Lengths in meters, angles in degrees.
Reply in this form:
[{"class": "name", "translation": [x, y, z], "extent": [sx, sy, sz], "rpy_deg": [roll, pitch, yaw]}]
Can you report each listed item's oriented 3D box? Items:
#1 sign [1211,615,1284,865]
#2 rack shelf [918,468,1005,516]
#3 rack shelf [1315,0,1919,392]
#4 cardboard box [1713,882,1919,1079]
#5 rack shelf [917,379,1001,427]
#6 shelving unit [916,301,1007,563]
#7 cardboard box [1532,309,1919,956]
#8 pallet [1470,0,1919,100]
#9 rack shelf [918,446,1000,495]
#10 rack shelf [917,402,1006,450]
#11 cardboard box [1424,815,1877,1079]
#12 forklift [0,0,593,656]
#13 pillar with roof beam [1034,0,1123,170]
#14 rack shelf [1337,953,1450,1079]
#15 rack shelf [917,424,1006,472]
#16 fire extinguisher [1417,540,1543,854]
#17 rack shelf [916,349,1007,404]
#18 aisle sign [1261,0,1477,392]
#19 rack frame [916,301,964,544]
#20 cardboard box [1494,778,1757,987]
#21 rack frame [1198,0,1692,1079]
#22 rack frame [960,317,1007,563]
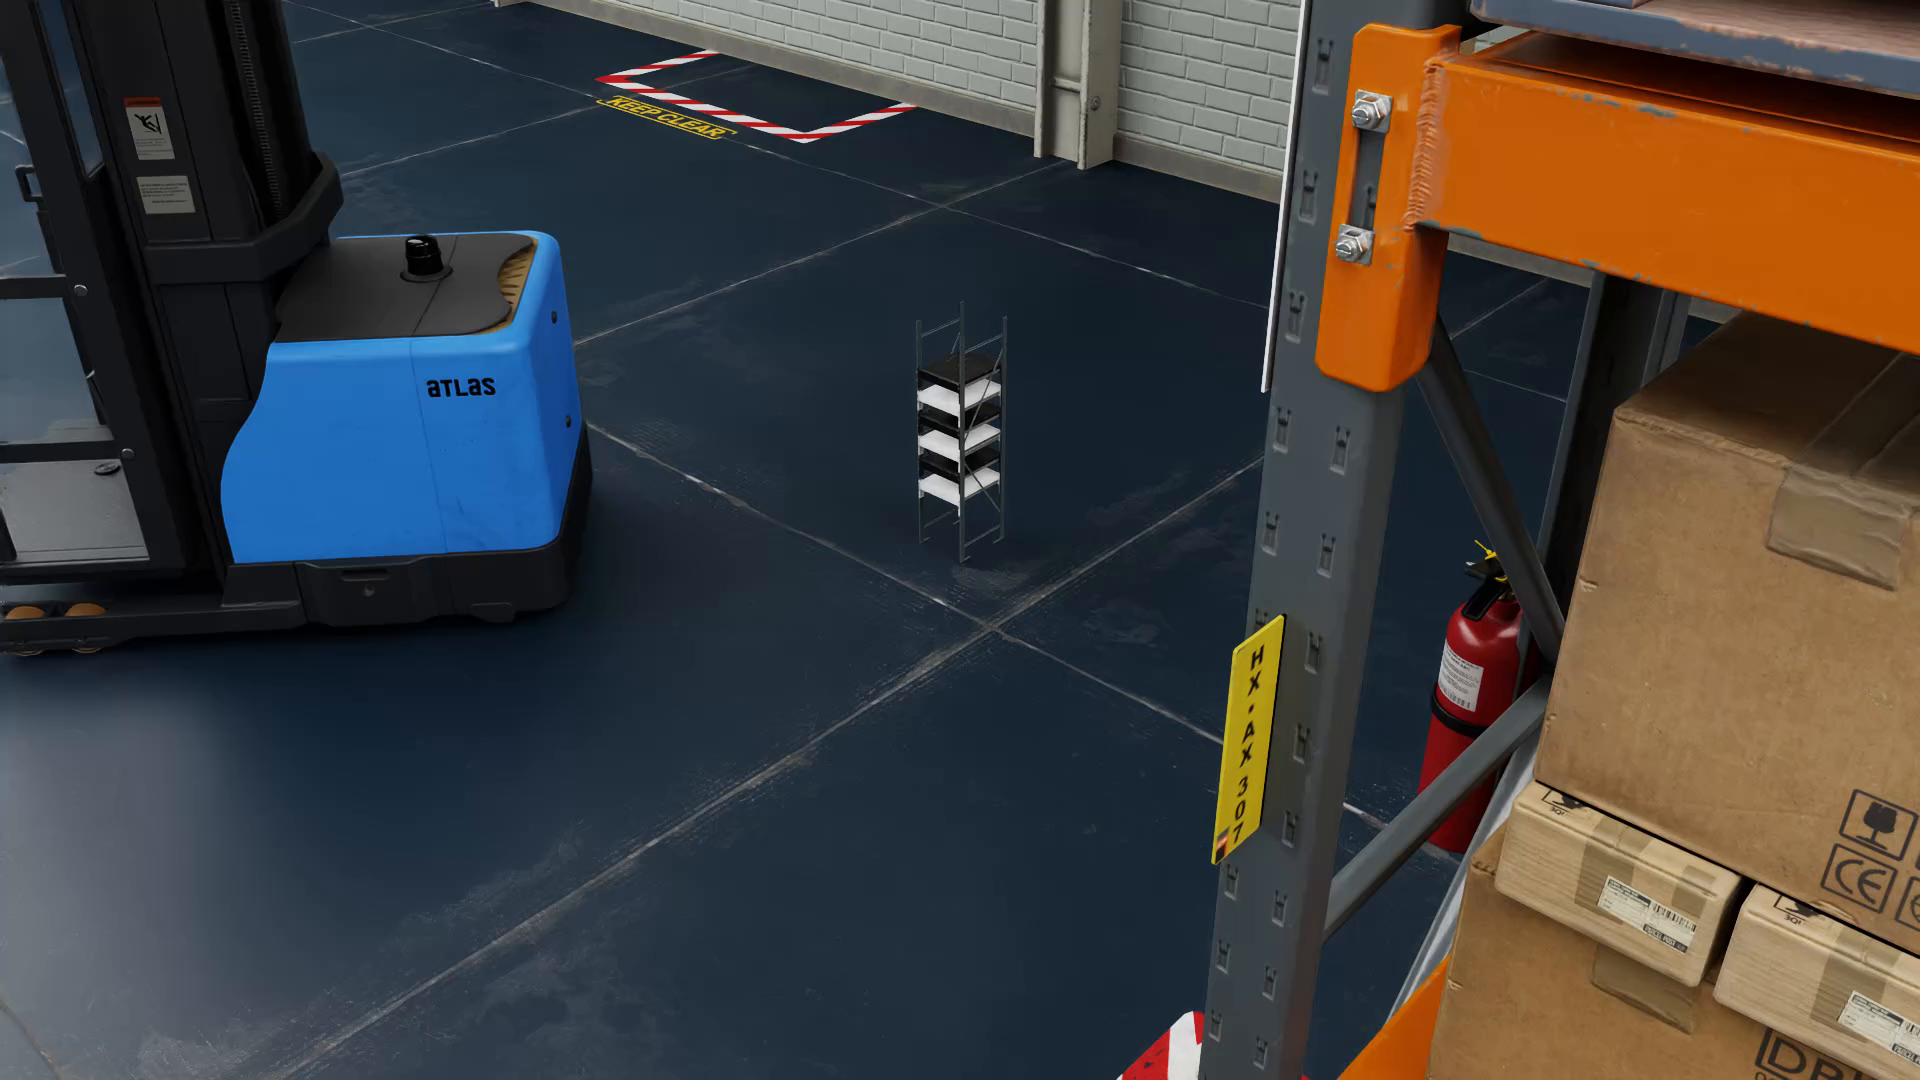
[{"class": "sign", "translation": [0.348, 0.247, 2.016], "extent": [0.005, 0.325, 0.100], "rpy_deg": [25, 39, 35]}, {"class": "rack shelf", "translation": [0.006, -0.200, 6.123], "extent": [0.200, 0.077, 0.258], "rpy_deg": [25, 39, 35]}, {"class": "rack shelf", "translation": [2.208, 0.157, 0.871], "extent": [4.000, 0.370, 1.077], "rpy_deg": [25, 39, 35]}, {"class": "cardboard box", "translation": [1.069, 0.429, 1.903], "extent": [0.250, 0.149, 0.380], "rpy_deg": [24, 38, 34]}, {"class": "rack shelf", "translation": [0.006, -0.508, 5.938], "extent": [0.200, 0.077, 0.258], "rpy_deg": [25, 39, 35]}, {"class": "shelving unit", "translation": [0.006, -0.383, 6.013], "extent": [0.210, 0.900, 0.258], "rpy_deg": [25, 39, 35]}, {"class": "cardboard box", "translation": [1.102, 0.027, 1.941], "extent": [0.500, 0.500, 0.700], "rpy_deg": [25, 39, 35]}, {"class": "pallet", "translation": [1.232, -0.551, 1.435], "extent": [1.213, 0.211, 1.003], "rpy_deg": [25, 39, 35]}, {"class": "rack shelf", "translation": [0.006, -0.277, 6.077], "extent": [0.200, 0.077, 0.258], "rpy_deg": [25, 39, 35]}, {"class": "rack shelf", "translation": [0.006, -0.431, 5.984], "extent": [0.200, 0.077, 0.258], "rpy_deg": [25, 39, 35]}, {"class": "cardboard box", "translation": [1.062, 0.565, 2.306], "extent": [0.500, 0.500, 0.700], "rpy_deg": [25, 39, 35]}, {"class": "forklift", "translation": [-2.907, -1.150, 5.319], "extent": [3.031, 2.935, 1.130], "rpy_deg": [-3, 31, -5]}, {"class": "pillar with roof beam", "translation": [-2.192, -4.543, 5.072], "extent": [0.400, 9.000, 9.100], "rpy_deg": [25, 39, 35]}, {"class": "rack shelf", "translation": [2.208, 1.442, 1.644], "extent": [4.000, 0.370, 1.077], "rpy_deg": [25, 39, 35]}, {"class": "rack shelf", "translation": [0.006, -0.354, 6.030], "extent": [0.200, 0.077, 0.258], "rpy_deg": [25, 39, 35]}, {"class": "fire extinguisher", "translation": [0.949, 0.256, 2.992], "extent": [0.183, 0.674, 0.296], "rpy_deg": [25, 39, 35]}, {"class": "rack shelf", "translation": [0.006, -0.585, 5.891], "extent": [0.200, 0.077, 0.258], "rpy_deg": [25, 39, 35]}, {"class": "aisle sign", "translation": [0.470, -0.578, 1.781], "extent": [0.004, 0.787, 0.394], "rpy_deg": [25, 39, 35]}, {"class": "rack frame", "translation": [-0.069, -0.418, 6.072], "extent": [0.006, 0.900, 0.240], "rpy_deg": [25, 39, 35]}, {"class": "cardboard box", "translation": [0.871, 0.339, 2.053], "extent": [0.250, 0.149, 0.380], "rpy_deg": [25, 39, 35]}, {"class": "rack frame", "translation": [0.727, 0.440, 2.611], "extent": [0.053, 2.616, 0.949], "rpy_deg": [25, 39, 35]}, {"class": "rack frame", "translation": [0.081, -0.348, 5.955], "extent": [0.006, 0.900, 0.240], "rpy_deg": [25, 39, 35]}]
